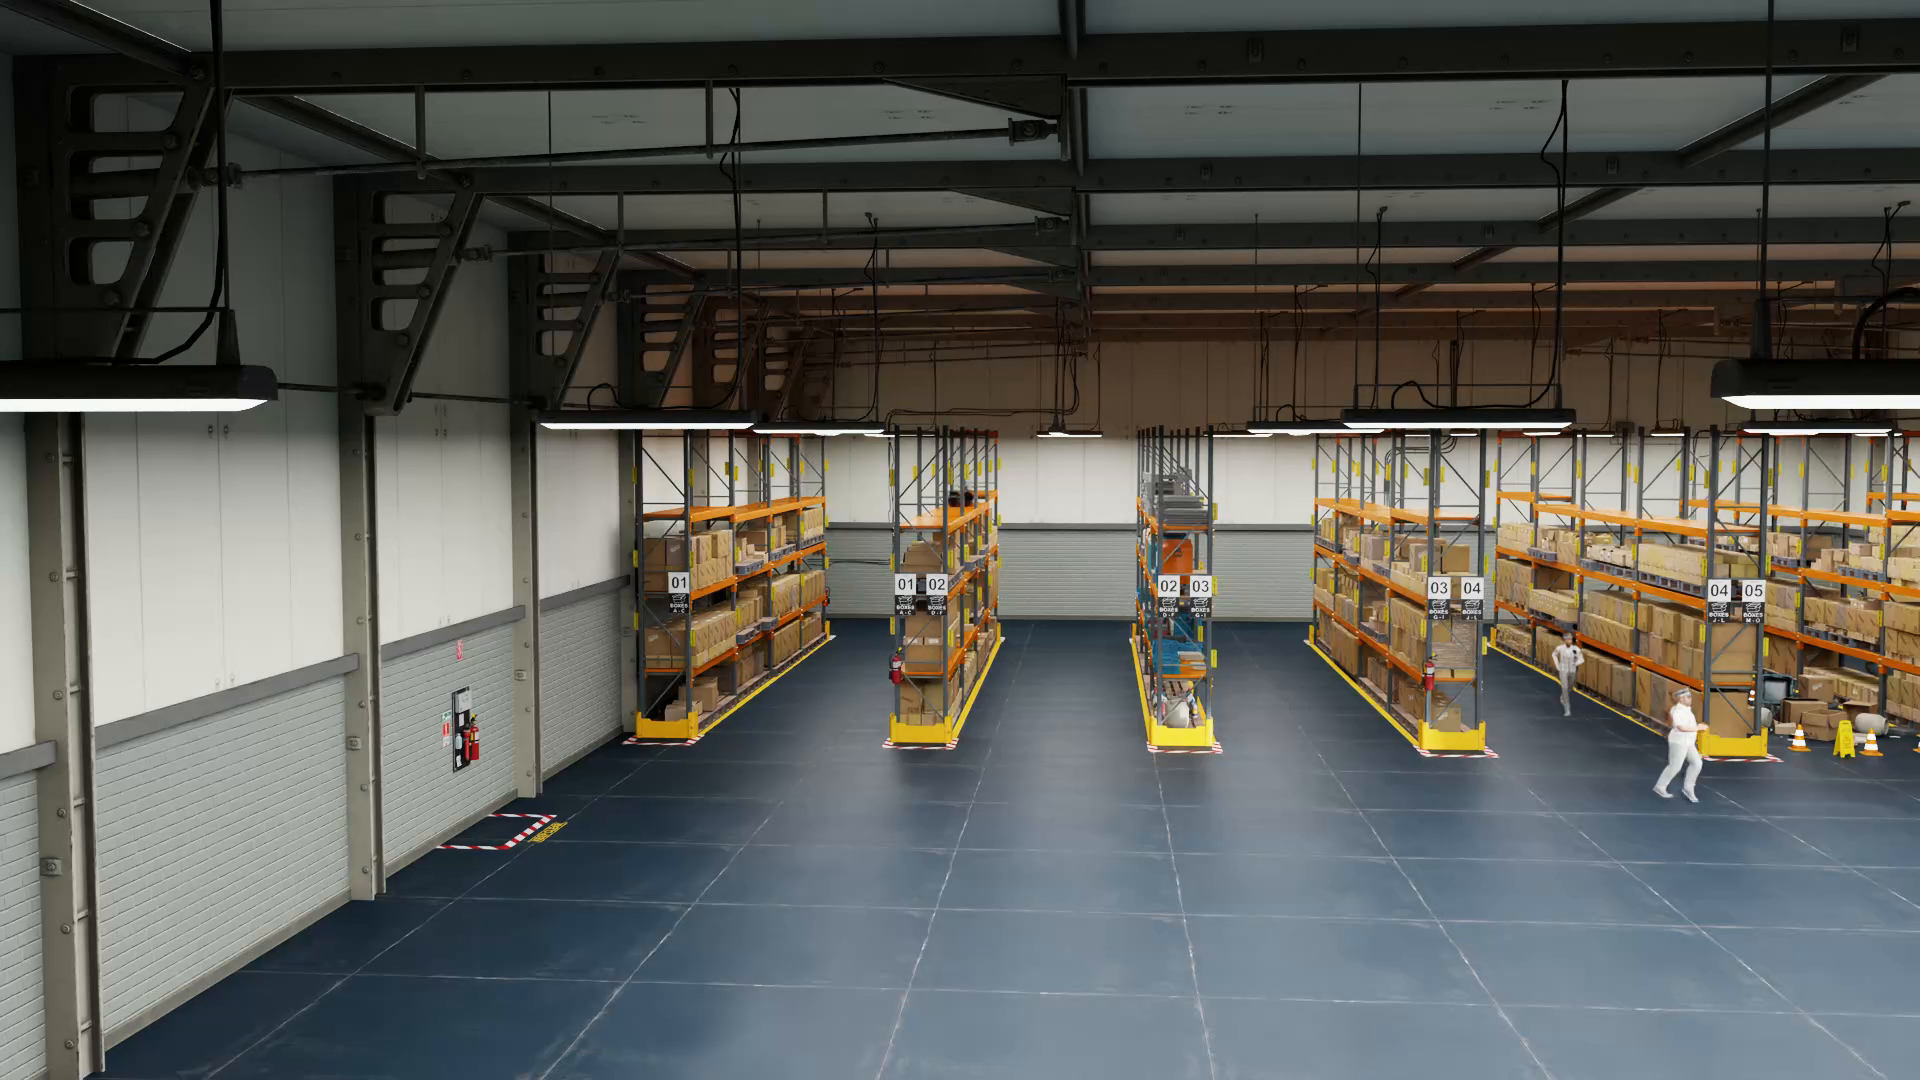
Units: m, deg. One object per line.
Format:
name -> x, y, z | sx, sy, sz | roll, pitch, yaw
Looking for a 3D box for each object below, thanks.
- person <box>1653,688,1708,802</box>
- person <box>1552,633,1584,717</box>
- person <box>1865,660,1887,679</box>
person -> 11.438, 3.261, 26.355 | 0.793, 1.865, 0.663 | 3, 4, 38
person -> 12.757, 2.791, 34.867 | 0.580, 1.722, 1.067 | 0, 3, 5
person -> 21.200, 2.597, 38.431 | 0.554, 1.679, 0.664 | 0, 3, 0
